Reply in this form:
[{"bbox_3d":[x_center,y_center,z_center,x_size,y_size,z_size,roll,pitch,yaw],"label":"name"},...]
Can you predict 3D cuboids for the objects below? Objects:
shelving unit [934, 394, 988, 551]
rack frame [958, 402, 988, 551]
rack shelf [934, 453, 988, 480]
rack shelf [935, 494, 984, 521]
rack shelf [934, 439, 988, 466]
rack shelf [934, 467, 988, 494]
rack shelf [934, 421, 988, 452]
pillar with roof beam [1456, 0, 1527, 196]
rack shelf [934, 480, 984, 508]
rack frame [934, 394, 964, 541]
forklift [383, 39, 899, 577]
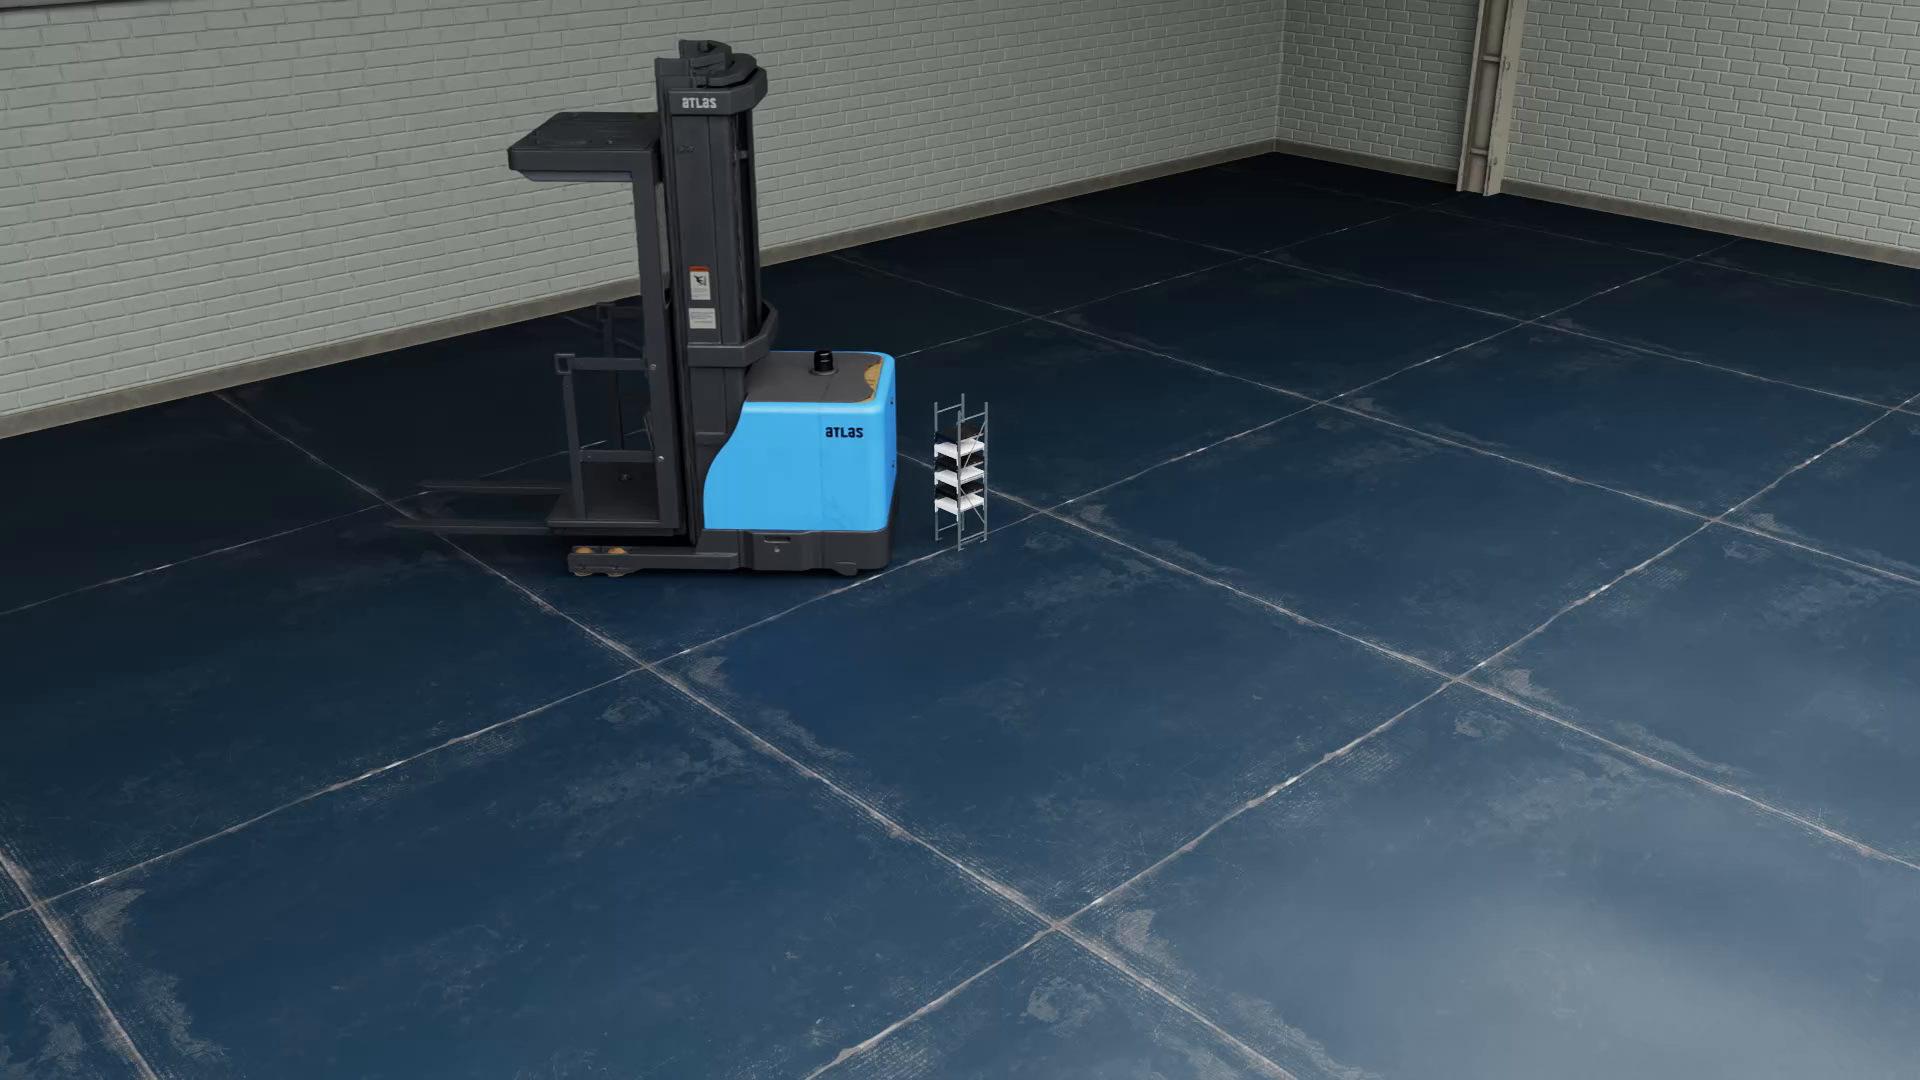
[{"bbox_3d":[0.006,-0.407,10.058,0.258,0.900,0.210,-21,32,-38],"label":"shelving unit"},{"bbox_3d":[0.075,-0.376,9.990,0.240,0.900,0.006,-21,32,-38],"label":"rack frame"},{"bbox_3d":[0.006,-0.459,10.034,0.258,0.077,0.200,-21,32,-38],"label":"rack shelf"},{"bbox_3d":[0.006,-0.213,10.146,0.258,0.077,0.200,-21,32,-38],"label":"rack shelf"},{"bbox_3d":[0.006,-0.540,9.997,0.258,0.077,0.200,-21,32,-38],"label":"rack shelf"},{"bbox_3d":[0.006,-0.377,10.072,0.258,0.077,0.200,-21,32,-38],"label":"rack shelf"},{"bbox_3d":[0.006,-0.622,9.960,0.258,0.077,0.200,-21,32,-38],"label":"rack shelf"},{"bbox_3d":[2.772,-6.852,14.427,9.100,9.000,0.400,-21,32,-38],"label":"pillar with roof beam"},{"bbox_3d":[0.006,-0.295,10.109,0.258,0.077,0.200,-21,32,-38],"label":"rack shelf"},{"bbox_3d":[-0.064,-0.438,10.125,0.240,0.900,0.006,-21,32,-38],"label":"rack frame"},{"bbox_3d":[-1.914,-1.334,9.644,3.031,2.935,1.130,1,25,2],"label":"forklift"}]
